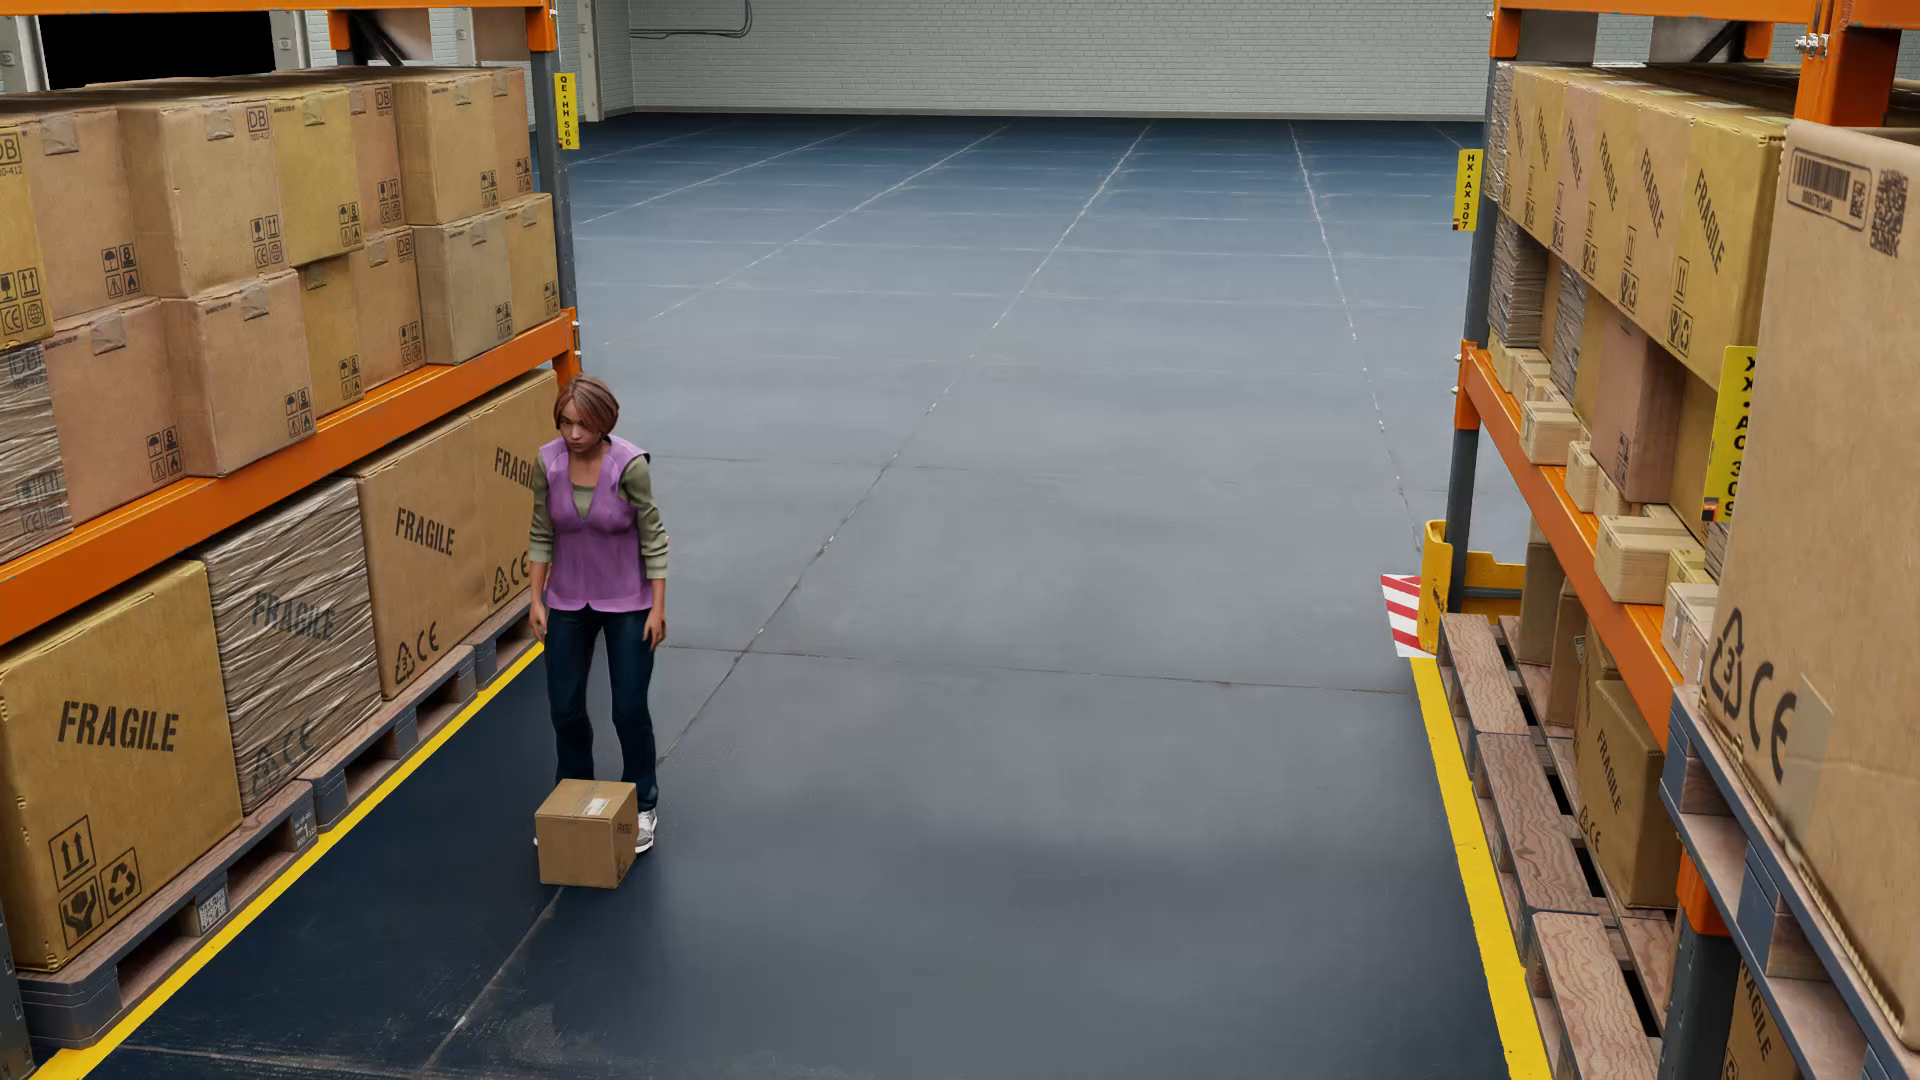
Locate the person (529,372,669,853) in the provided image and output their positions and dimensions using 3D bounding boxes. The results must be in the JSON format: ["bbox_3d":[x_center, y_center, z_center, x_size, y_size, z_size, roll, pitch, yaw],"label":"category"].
[{"bbox_3d":[-1.167,0.232,5.368,0.473,1.592,0.347,2,18,6],"label":"person"}]
